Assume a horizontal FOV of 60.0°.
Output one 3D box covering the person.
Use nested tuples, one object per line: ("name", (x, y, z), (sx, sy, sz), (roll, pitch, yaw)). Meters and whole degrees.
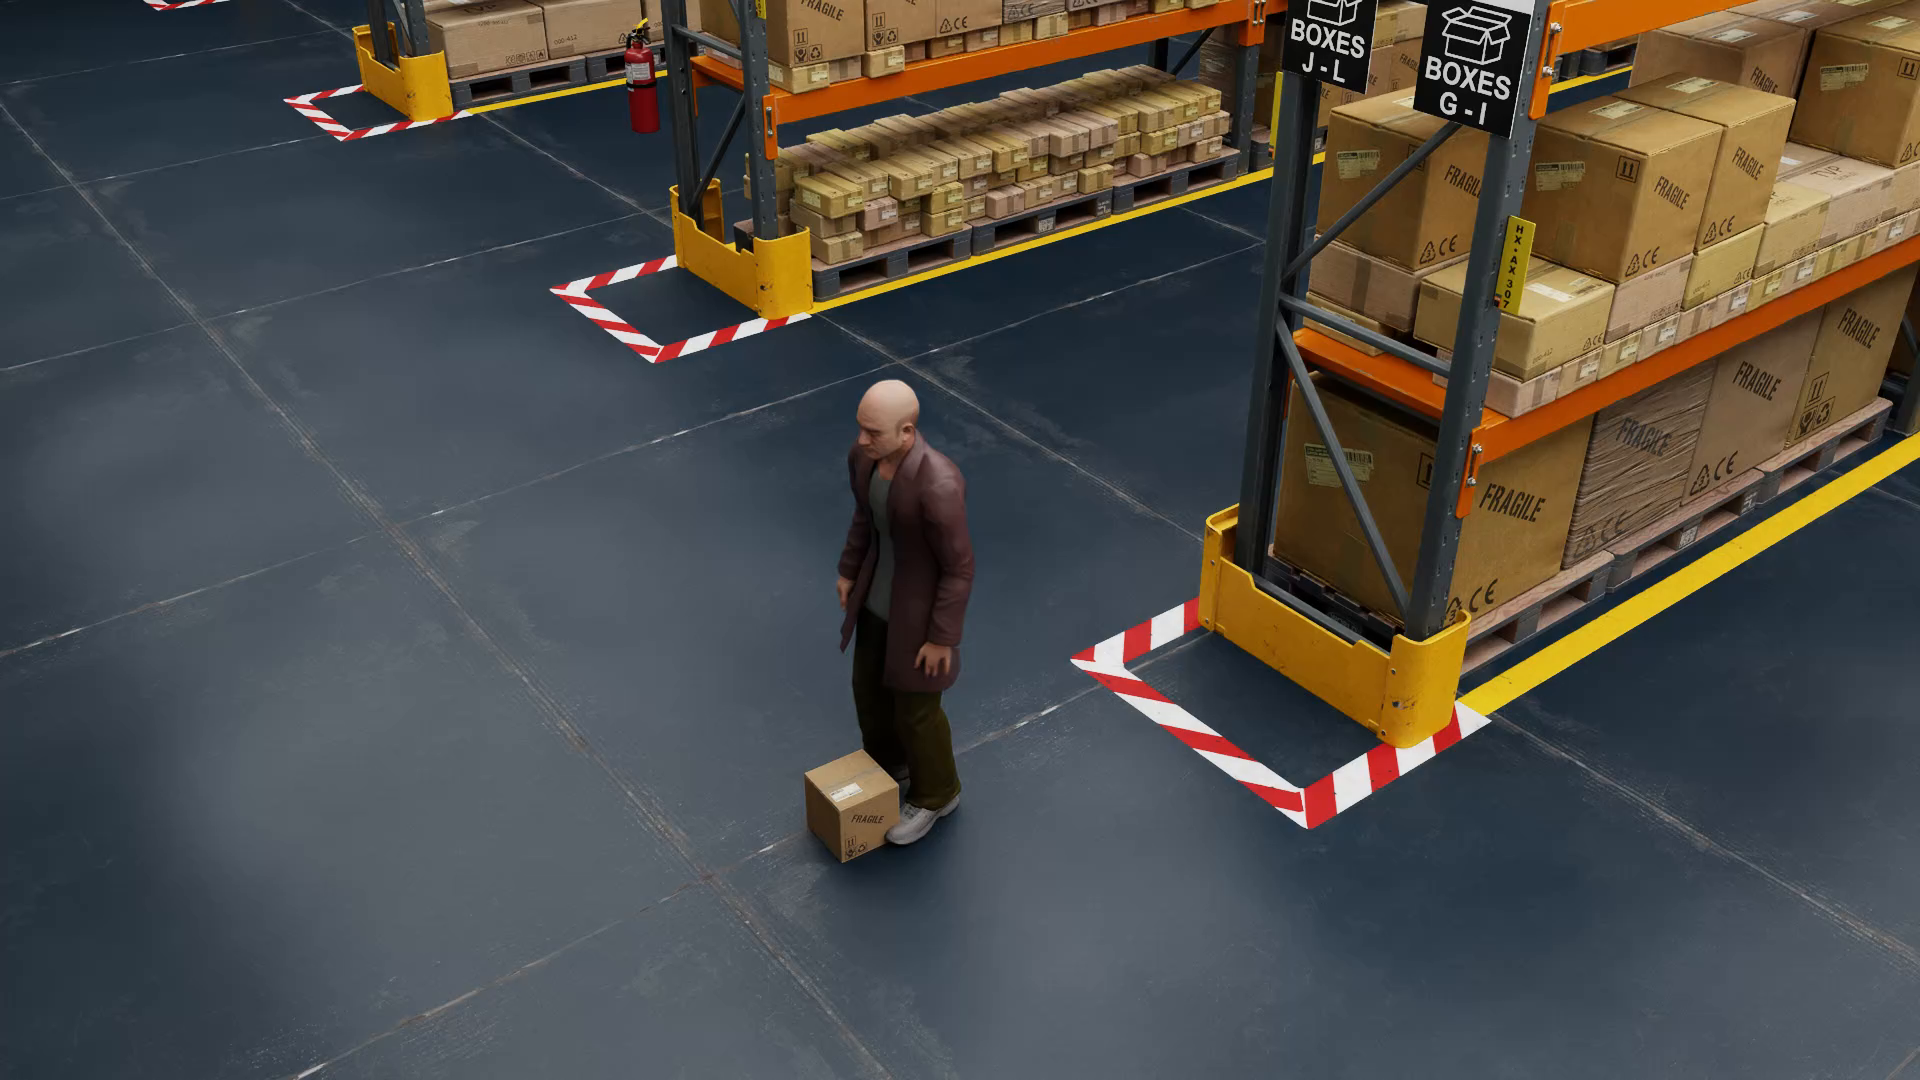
("person", (-0.202, 0.233, 5.773), (0.423, 1.774, 0.642), (-22, 38, -31))
